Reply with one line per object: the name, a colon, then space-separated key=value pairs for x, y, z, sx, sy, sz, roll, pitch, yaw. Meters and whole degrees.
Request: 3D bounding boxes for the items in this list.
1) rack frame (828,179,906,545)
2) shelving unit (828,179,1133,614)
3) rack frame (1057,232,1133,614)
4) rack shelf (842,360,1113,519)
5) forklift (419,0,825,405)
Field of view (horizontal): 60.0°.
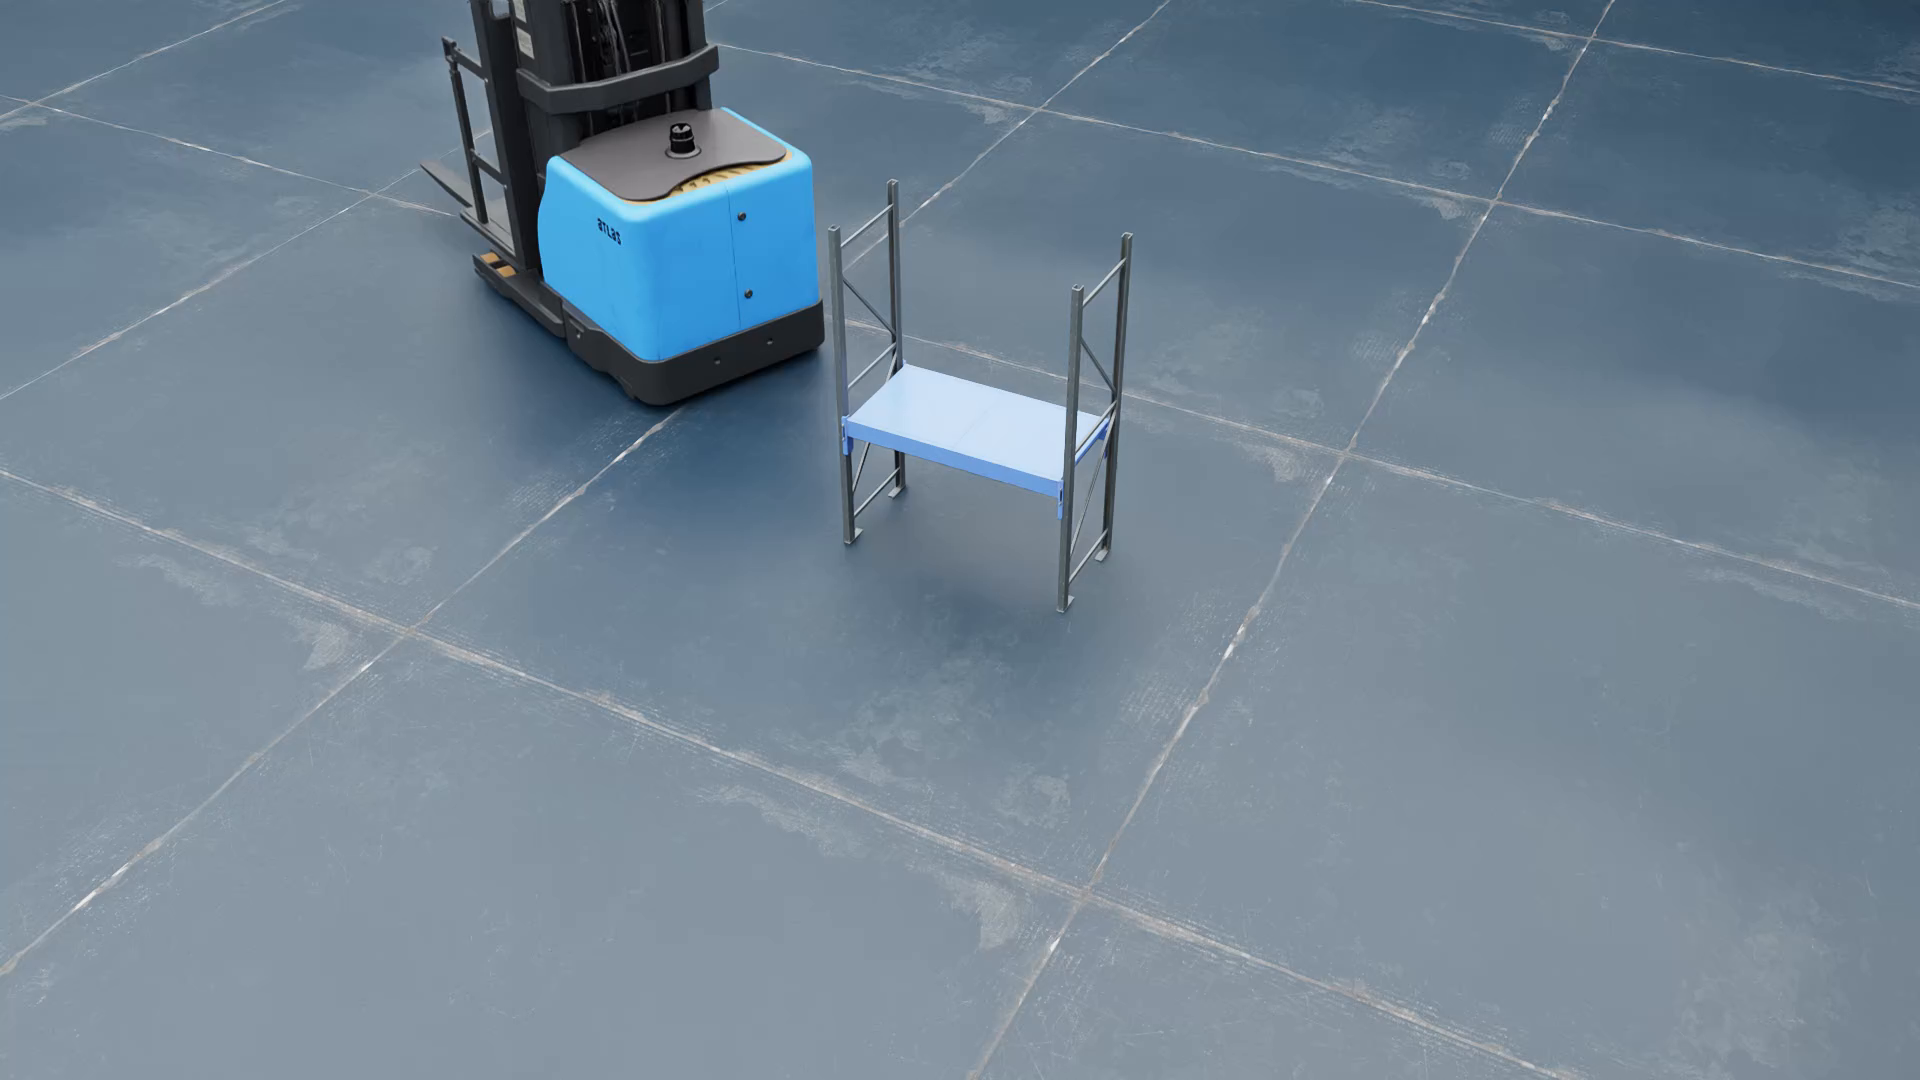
rack frame: x=-0.376 y=-0.715 z=6.952 sx=0.032 sy=1.500 sz=0.500 roll=17 pitch=41 yaw=21
shelving unit: x=0.076 y=-0.574 z=6.765 sx=1.048 sy=1.500 sz=0.538 roll=17 pitch=41 yaw=21
rack frame: x=0.527 y=-0.432 z=6.579 sx=0.032 sy=1.500 sz=0.500 roll=17 pitch=41 yaw=21
rack shelf: x=0.076 y=-0.430 z=6.874 sx=1.000 sy=0.185 sz=0.538 roll=17 pitch=41 yaw=21
forklift: x=-1.998 y=-2.644 z=8.309 sx=1.130 sy=2.935 sz=3.031 roll=-26 pitch=44 yaw=-30
